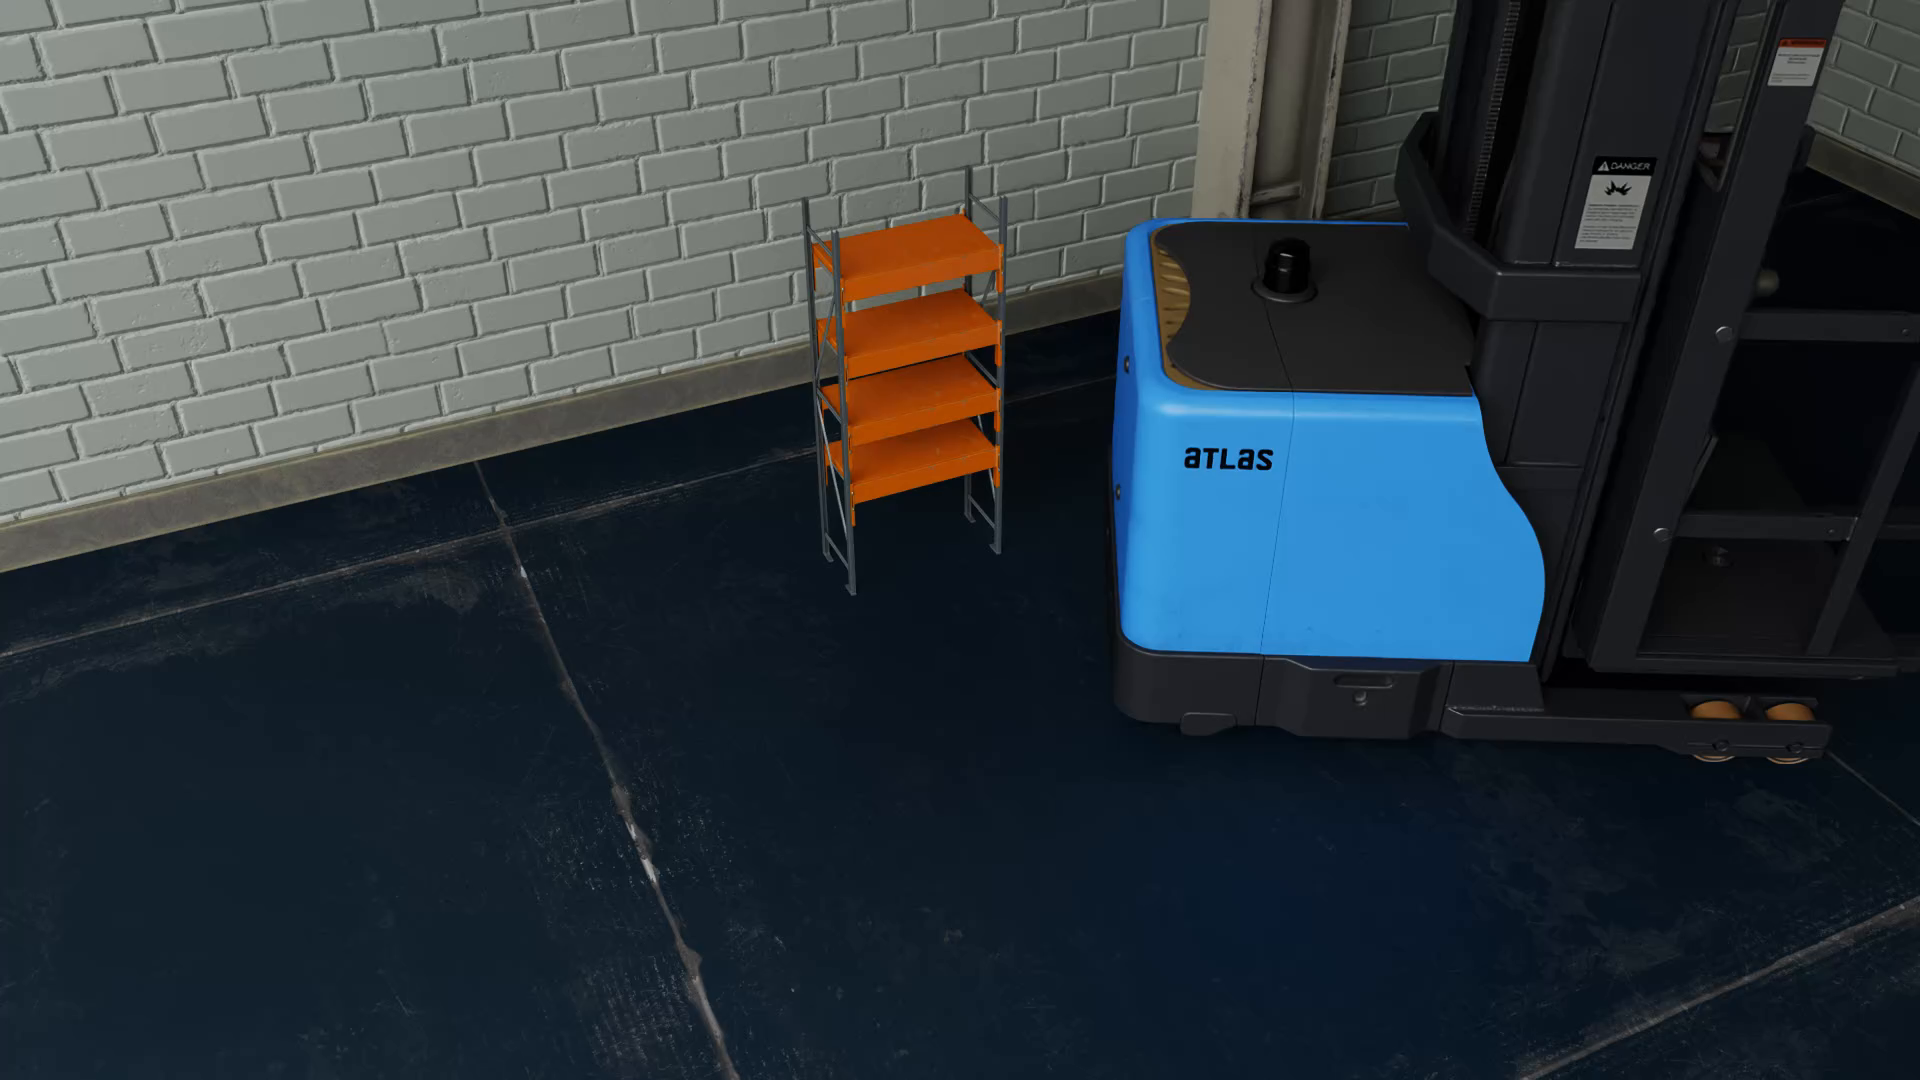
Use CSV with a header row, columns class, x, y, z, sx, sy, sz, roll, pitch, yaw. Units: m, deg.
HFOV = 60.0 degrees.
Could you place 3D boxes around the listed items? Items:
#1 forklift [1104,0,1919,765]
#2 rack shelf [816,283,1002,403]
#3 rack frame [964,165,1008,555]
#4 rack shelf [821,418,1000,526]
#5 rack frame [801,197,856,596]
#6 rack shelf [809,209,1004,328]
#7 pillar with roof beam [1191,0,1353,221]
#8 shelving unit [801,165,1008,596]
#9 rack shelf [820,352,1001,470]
class,x,y,z,sx,sy,sz,roll,pitch,yaw
forklift,1.947,-0.904,4.008,3.031,2.935,1.130,1,37,2
rack shelf,-0.150,-0.566,4.743,0.480,0.148,0.258,-16,39,-20
rack frame,0.071,-0.502,4.919,0.015,1.200,0.240,-16,39,-20
rack shelf,-0.150,-0.226,4.994,0.480,0.148,0.258,-16,39,-20
rack frame,-0.371,-0.378,4.753,0.015,1.200,0.240,-16,39,-20
rack shelf,-0.150,-0.756,4.602,0.480,0.148,0.258,-16,39,-20
pillar with roof beam,2.960,-2.256,0.738,0.400,9.000,9.100,-16,39,-20
shelving unit,-0.150,-0.440,4.836,0.503,1.200,0.258,-16,39,-20
rack shelf,-0.150,-0.386,4.876,0.480,0.148,0.258,-16,39,-20
